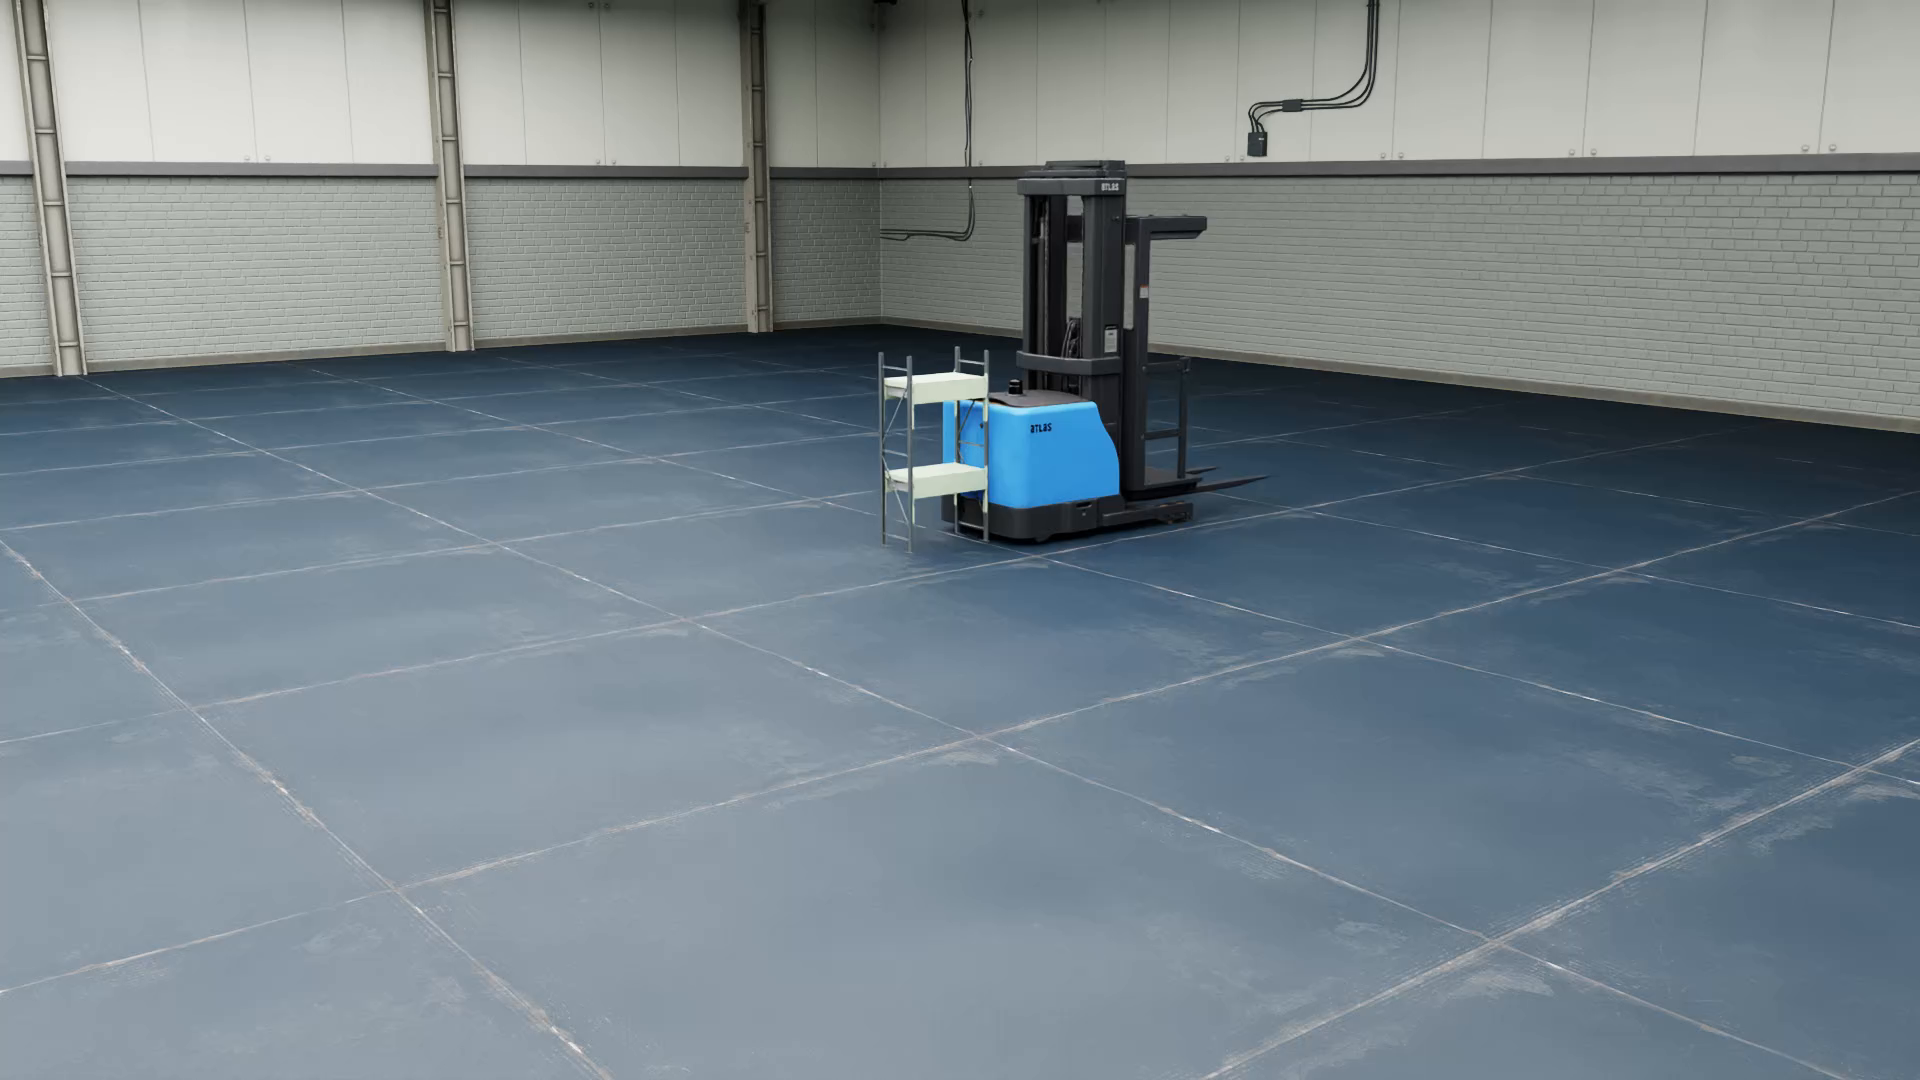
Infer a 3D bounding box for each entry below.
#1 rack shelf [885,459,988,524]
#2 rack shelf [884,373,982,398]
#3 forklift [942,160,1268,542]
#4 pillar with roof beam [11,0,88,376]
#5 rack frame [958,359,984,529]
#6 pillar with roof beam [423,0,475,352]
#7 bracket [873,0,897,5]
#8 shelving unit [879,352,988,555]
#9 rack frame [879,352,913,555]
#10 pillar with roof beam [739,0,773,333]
[{"bbox_3d":[-0.196,-0.383,12.892,0.720,0.370,0.431,-9,15,-37],"label":"rack shelf"},{"bbox_3d":[-0.196,-1.180,12.723,0.686,0.124,0.368,-9,15,-37],"label":"rack shelf"},{"bbox_3d":[1.325,-1.640,13.795,3.031,2.935,1.130,-9,15,-37],"label":"forklift"},{"bbox_3d":[-10.529,-6.164,20.492,0.400,9.000,9.100,-9,15,-38],"label":"pillar with roof beam"},{"bbox_3d":[0.093,-0.749,13.045,0.010,1.308,0.380,-9,15,-37],"label":"rack frame"},{"bbox_3d":[-5.844,-6.942,24.159,0.400,9.000,9.100,-9,15,-38],"label":"pillar with roof beam"},{"bbox_3d":[-1.451,-10.484,32.170,0.430,0.232,0.235,-9,15,-38],"label":"bracket"},{"bbox_3d":[-0.198,-0.702,12.823,0.748,1.500,0.431,-9,15,-37],"label":"shelving unit"},{"bbox_3d":[-0.485,-0.656,12.605,0.023,1.500,0.400,-9,15,-37],"label":"rack frame"},{"bbox_3d":[-1.158,-7.721,27.825,0.400,9.000,9.100,-9,15,-38],"label":"pillar with roof beam"}]
